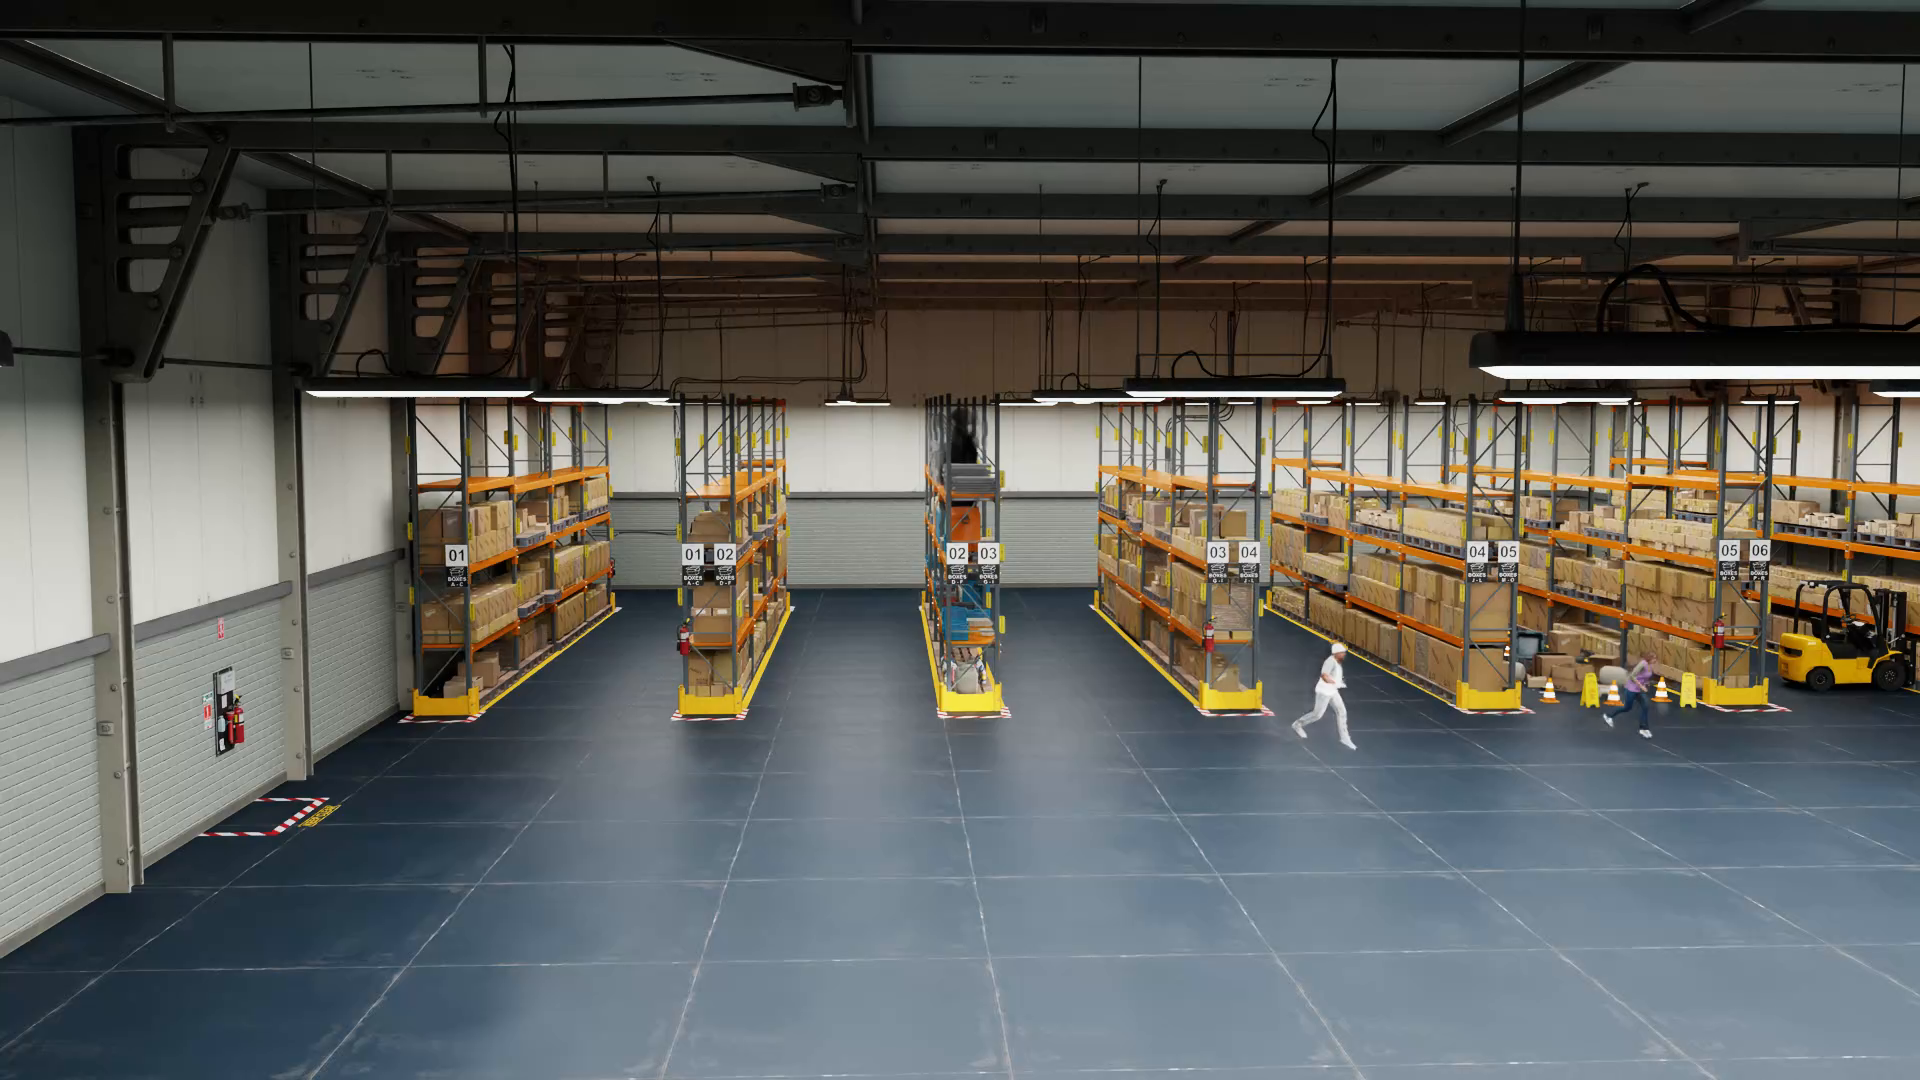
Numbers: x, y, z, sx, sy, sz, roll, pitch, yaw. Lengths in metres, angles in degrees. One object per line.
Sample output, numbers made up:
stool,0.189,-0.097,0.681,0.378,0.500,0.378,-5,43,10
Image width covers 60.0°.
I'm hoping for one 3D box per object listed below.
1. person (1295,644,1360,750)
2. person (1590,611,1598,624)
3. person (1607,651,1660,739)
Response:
person,6.239,2.628,28.153,1.125,1.771,0.682,3,5,32
person,16.478,1.454,43.390,0.684,1.696,0.736,0,5,-4
person,11.815,2.676,29.176,0.894,1.549,0.558,4,6,42
